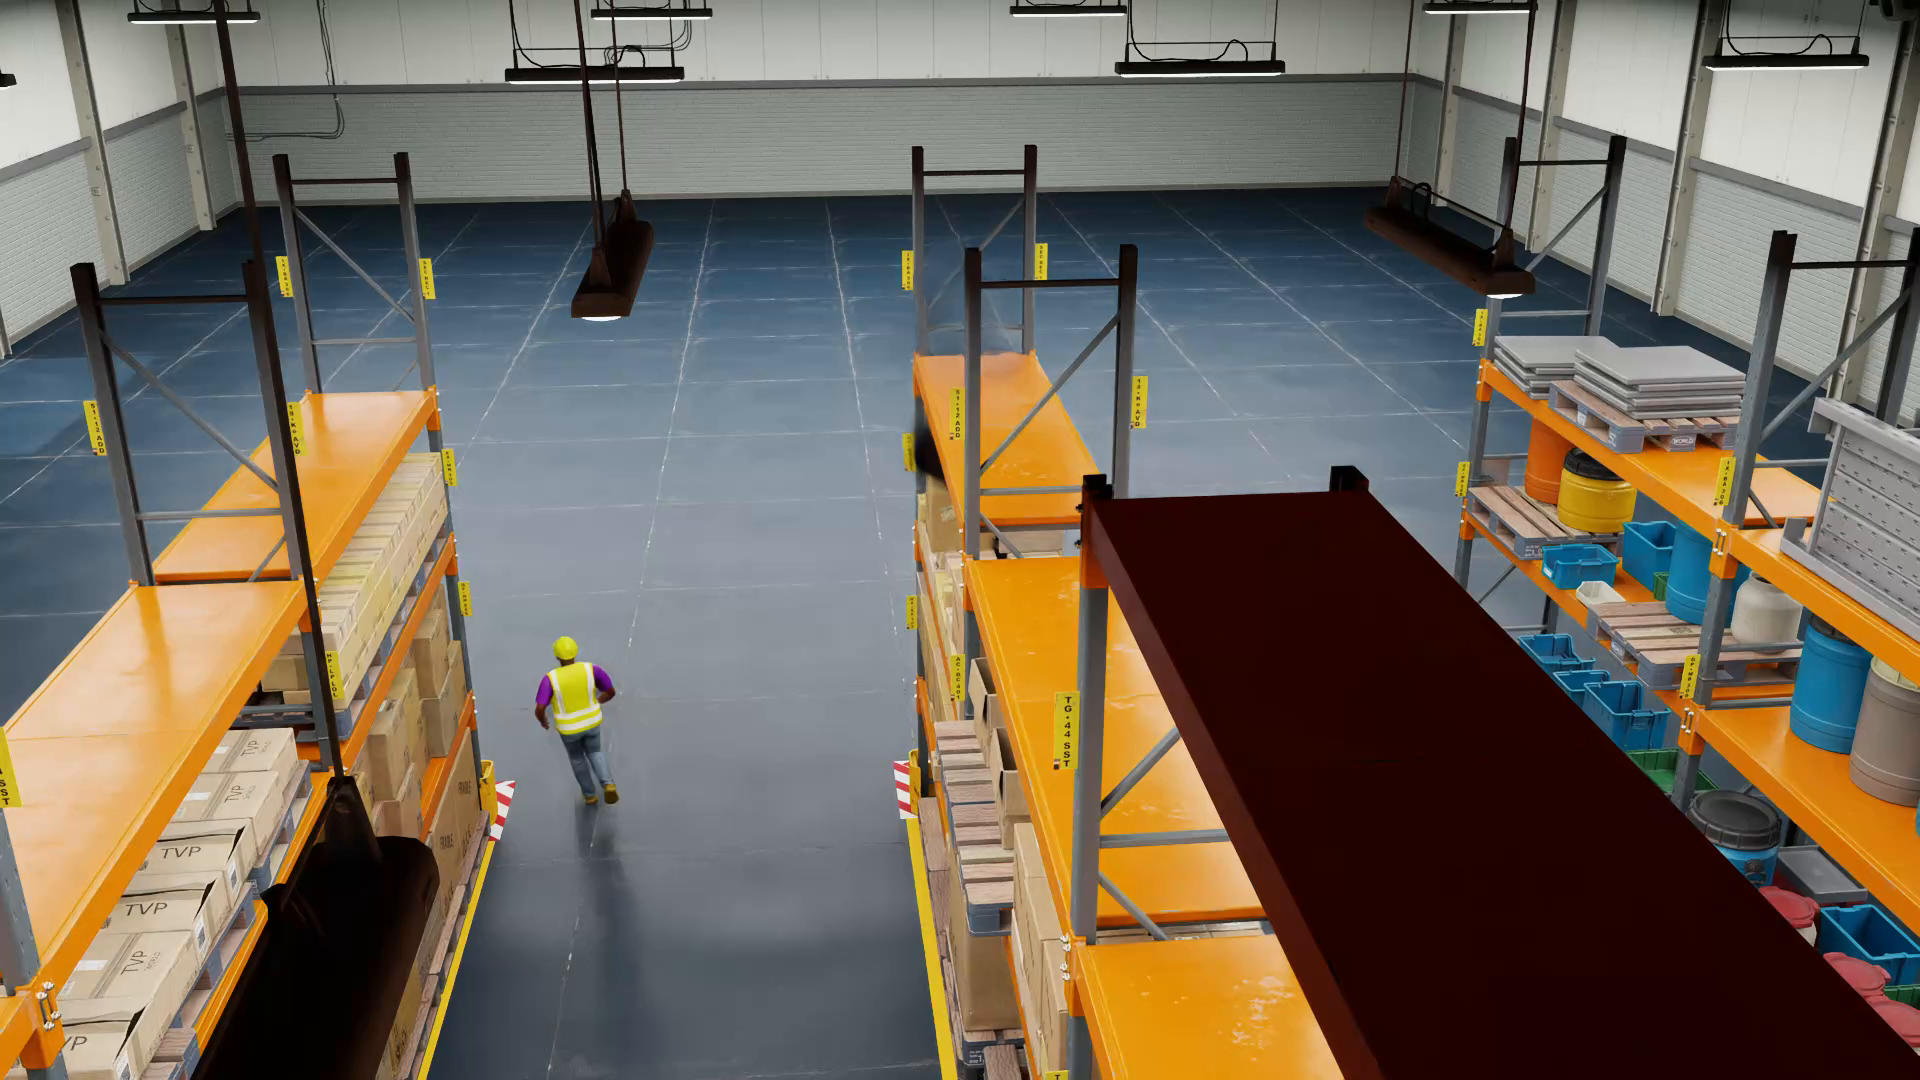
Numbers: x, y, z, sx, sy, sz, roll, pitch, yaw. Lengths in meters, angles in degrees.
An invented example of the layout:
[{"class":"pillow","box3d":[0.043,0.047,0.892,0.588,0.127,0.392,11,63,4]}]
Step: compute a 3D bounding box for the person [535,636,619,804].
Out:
[{"class":"person","box3d":[-3.471,1.688,15.067,0.732,1.748,0.727,-11,24,-26]}]
